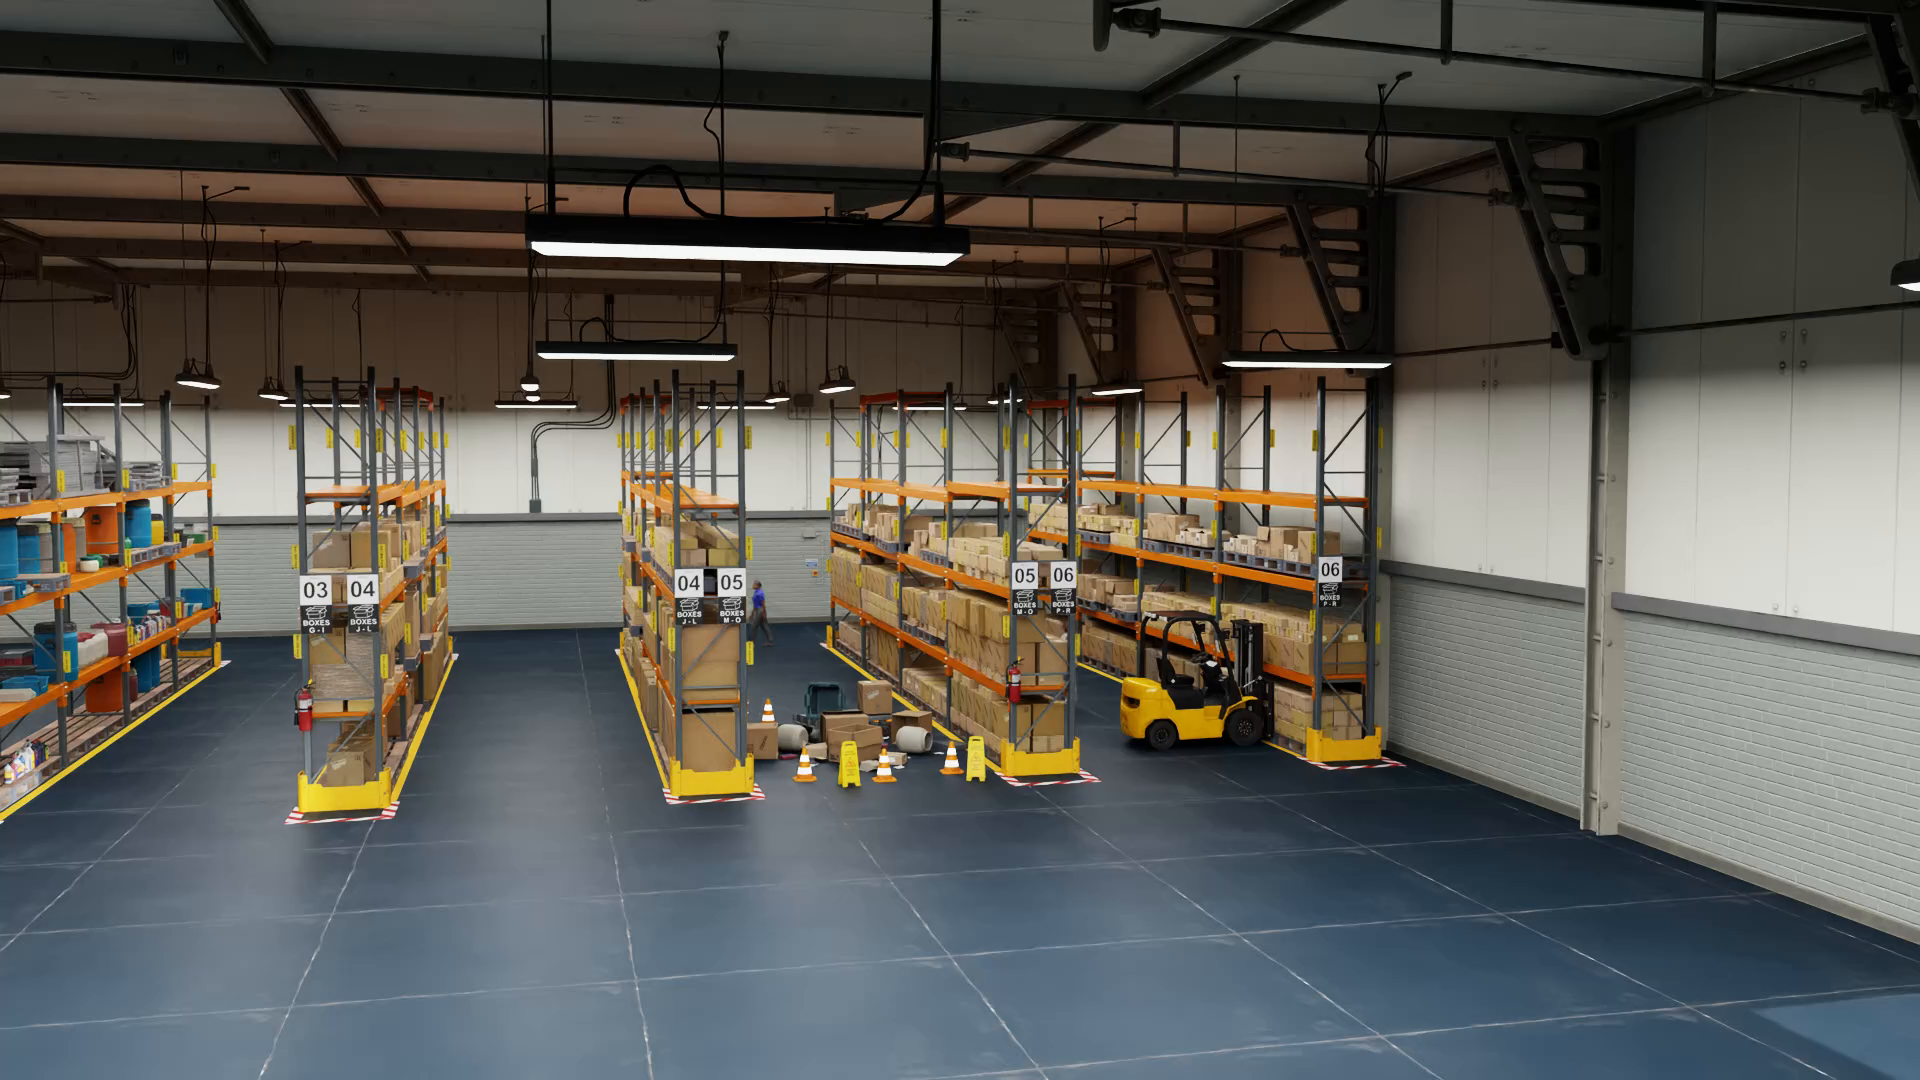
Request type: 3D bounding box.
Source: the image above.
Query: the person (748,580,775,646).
[{"bbox_3d":[-4.907,1.771,40.265,0.810,1.627,0.505,-1,3,-12],"label":"person"}]

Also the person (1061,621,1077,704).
[{"bbox_3d":[2.046,2.339,31.443,0.443,1.623,0.362,-3,5,-41],"label":"person"}]
